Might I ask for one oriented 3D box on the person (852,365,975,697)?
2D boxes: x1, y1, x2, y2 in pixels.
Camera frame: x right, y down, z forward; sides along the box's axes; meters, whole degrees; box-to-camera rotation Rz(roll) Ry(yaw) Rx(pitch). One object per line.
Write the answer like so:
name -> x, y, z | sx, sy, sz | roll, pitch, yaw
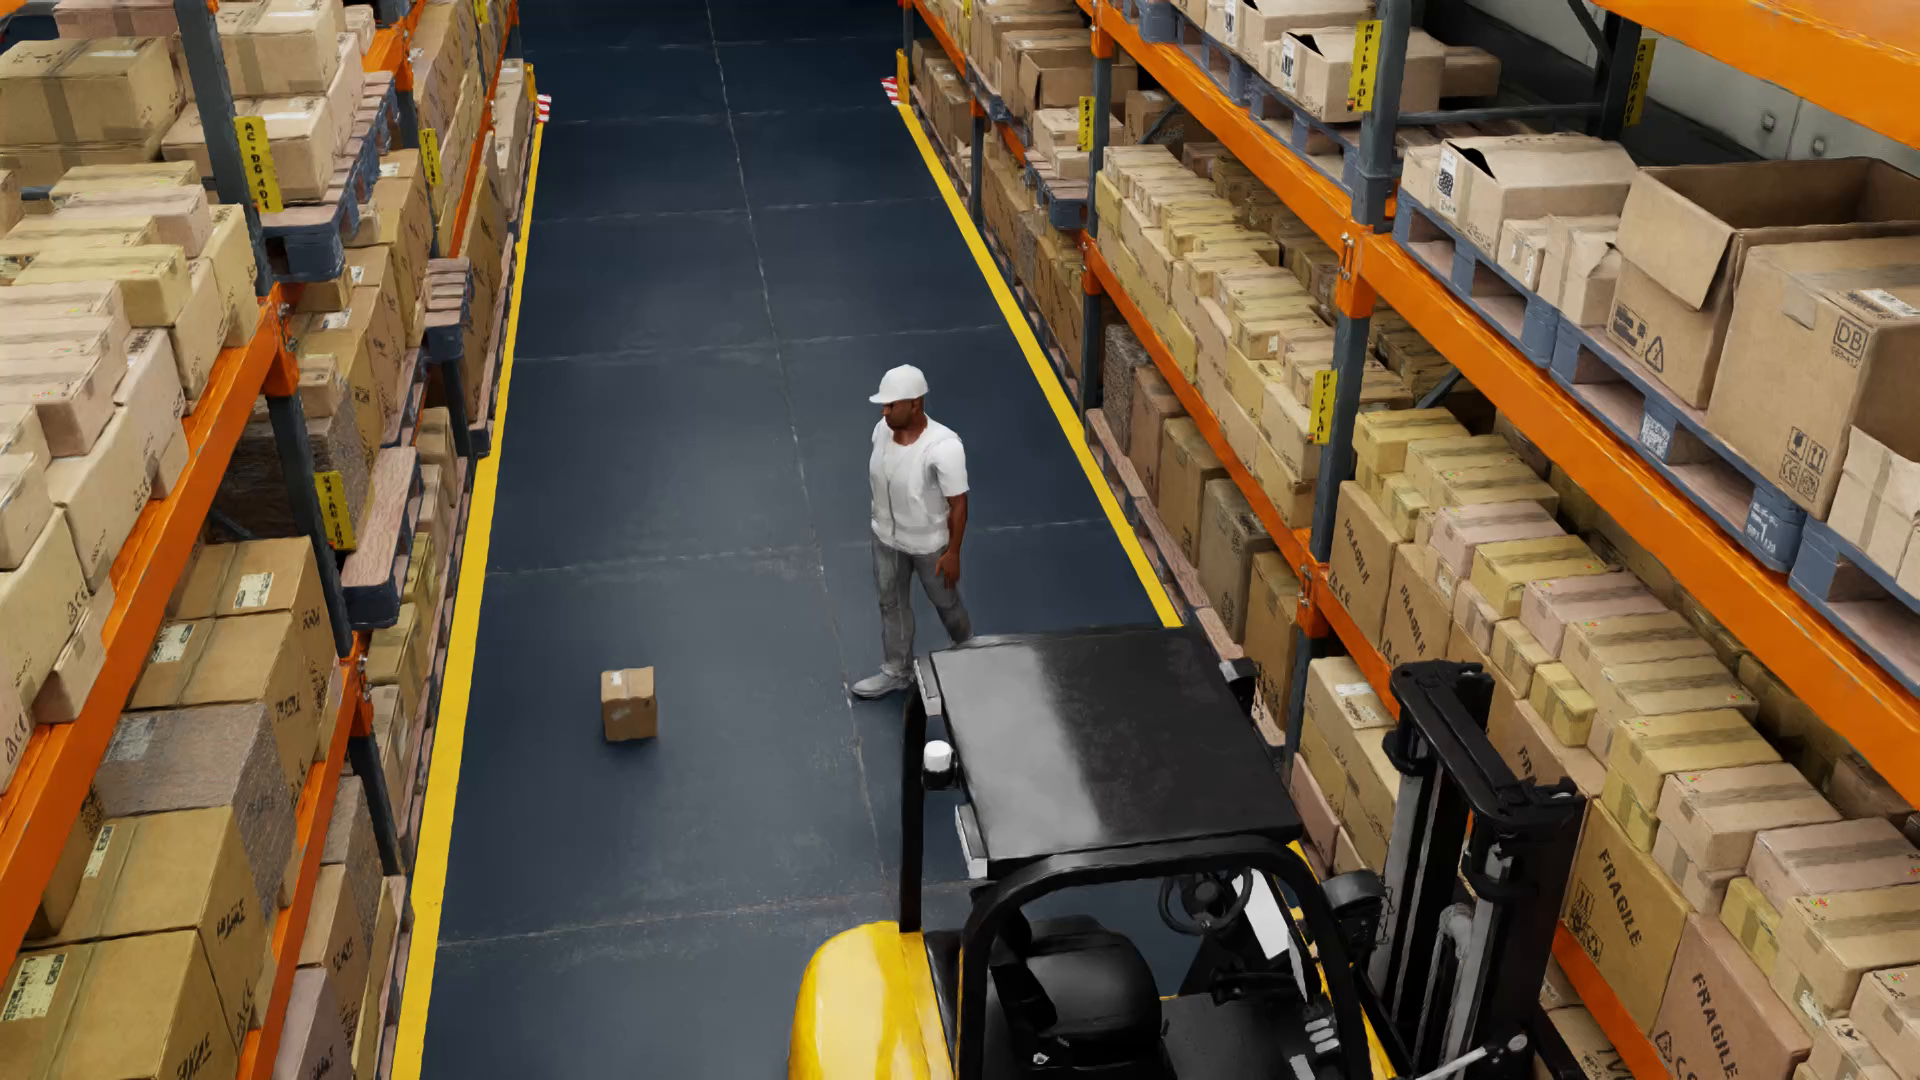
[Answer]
person -> -0.218, -0.040, 8.182 | 0.669, 1.761, 0.641 | 20, 36, 30
